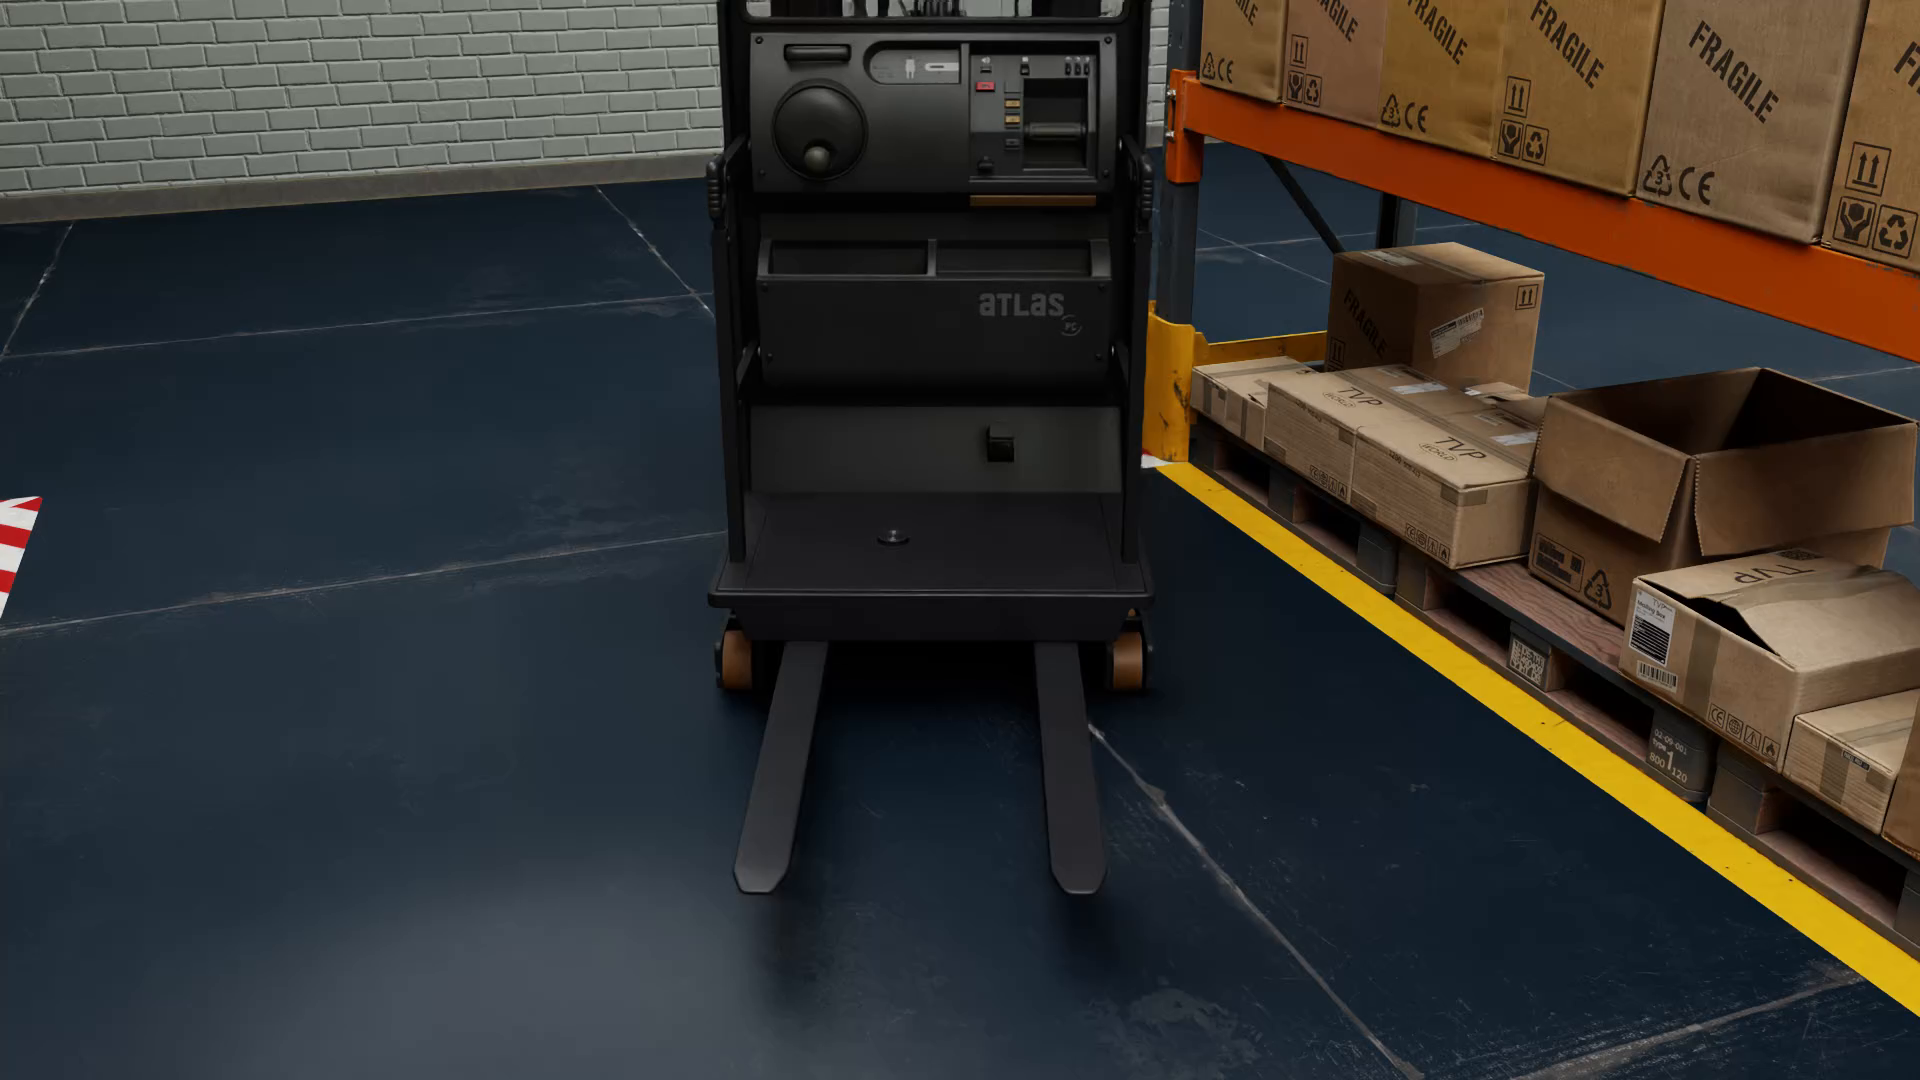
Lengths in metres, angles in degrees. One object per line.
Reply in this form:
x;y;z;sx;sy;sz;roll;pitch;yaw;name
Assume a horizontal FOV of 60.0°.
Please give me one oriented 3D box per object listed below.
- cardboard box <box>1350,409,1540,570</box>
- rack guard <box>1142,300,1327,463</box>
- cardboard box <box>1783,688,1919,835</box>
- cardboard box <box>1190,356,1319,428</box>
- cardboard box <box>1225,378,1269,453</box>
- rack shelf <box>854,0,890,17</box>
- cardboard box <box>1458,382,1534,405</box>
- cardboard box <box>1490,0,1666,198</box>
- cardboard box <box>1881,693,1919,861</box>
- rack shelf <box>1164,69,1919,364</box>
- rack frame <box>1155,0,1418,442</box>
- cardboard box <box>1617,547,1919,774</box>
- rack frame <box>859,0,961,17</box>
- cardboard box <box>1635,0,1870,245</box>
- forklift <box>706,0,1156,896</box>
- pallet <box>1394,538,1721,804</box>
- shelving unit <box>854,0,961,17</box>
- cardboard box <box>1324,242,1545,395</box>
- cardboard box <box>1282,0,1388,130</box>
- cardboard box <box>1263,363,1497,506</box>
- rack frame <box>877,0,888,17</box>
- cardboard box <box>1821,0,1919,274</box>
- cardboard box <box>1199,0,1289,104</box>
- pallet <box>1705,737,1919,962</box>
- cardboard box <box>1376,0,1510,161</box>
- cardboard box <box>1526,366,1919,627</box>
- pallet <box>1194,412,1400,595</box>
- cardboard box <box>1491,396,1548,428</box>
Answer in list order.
1.470;-0.156;4.731;0.500;0.250;0.500;-8;24;-19;cardboard box
1.217;-0.640;6.126;1.175;0.500;0.348;-8;24;-19;rack guard
1.948;0.448;3.428;0.380;0.149;0.250;-8;24;-19;cardboard box
1.017;-0.510;5.701;0.380;0.149;0.250;-8;24;-19;cardboard box
1.105;-0.427;5.482;0.380;0.166;0.250;-8;24;-19;cardboard box
-0.301;-2.045;5.632;0.431;0.518;0.480;-14;27;-30;rack shelf
1.672;-0.394;5.404;0.380;0.166;0.250;-8;24;-19;cardboard box
1.637;-1.117;3.910;0.500;0.500;0.500;-8;24;-18;cardboard box
2.137;0.414;3.057;0.500;0.500;0.500;-8;24;-19;cardboard box
1.897;-0.762;4.122;1.077;0.370;4.000;-8;24;-19;rack shelf
1.190;-1.820;5.706;1.000;3.000;0.127;-8;24;-19;rack frame
1.872;0.229;3.740;0.500;0.311;0.500;-8;24;-19;cardboard box
-0.168;-1.333;5.710;0.400;2.100;0.015;-14;27;-30;rack frame
1.820;-0.933;3.472;0.500;0.500;0.500;-8;24;-18;cardboard box
-0.067;-1.073;4.023;1.130;2.935;3.031;0;23;0;forklift
1.927;0.225;4.445;1.003;0.211;1.213;-8;24;-19;pallet
-0.301;-1.413;5.898;0.431;2.100;0.503;-14;27;-30;shelving unit
1.613;-0.707;5.717;0.500;0.500;0.500;-8;24;-19;cardboard box
1.288;-1.482;4.775;0.500;0.500;0.500;-9;24;-20;cardboard box
1.294;-0.337;5.162;0.500;0.250;0.500;-8;24;-19;cardboard box
-0.434;-1.492;6.087;0.400;2.100;0.015;-14;27;-30;rack frame
2.003;-0.746;3.030;0.500;0.500;0.500;-8;24;-17;cardboard box
1.100;-1.669;5.218;0.500;0.500;0.500;-8;24;-18;cardboard box
2.362;0.669;3.392;1.003;0.211;1.213;-8;24;-19;pallet
1.462;-1.299;4.341;0.500;0.500;0.500;-8;24;-19;cardboard box
1.935;-0.101;4.275;0.797;0.503;0.637;-8;24;-19;cardboard box
1.500;-0.218;5.495;1.003;0.211;1.213;-8;24;-19;pallet
1.920;-0.243;4.937;0.500;0.250;0.500;-8;24;-19;cardboard box
